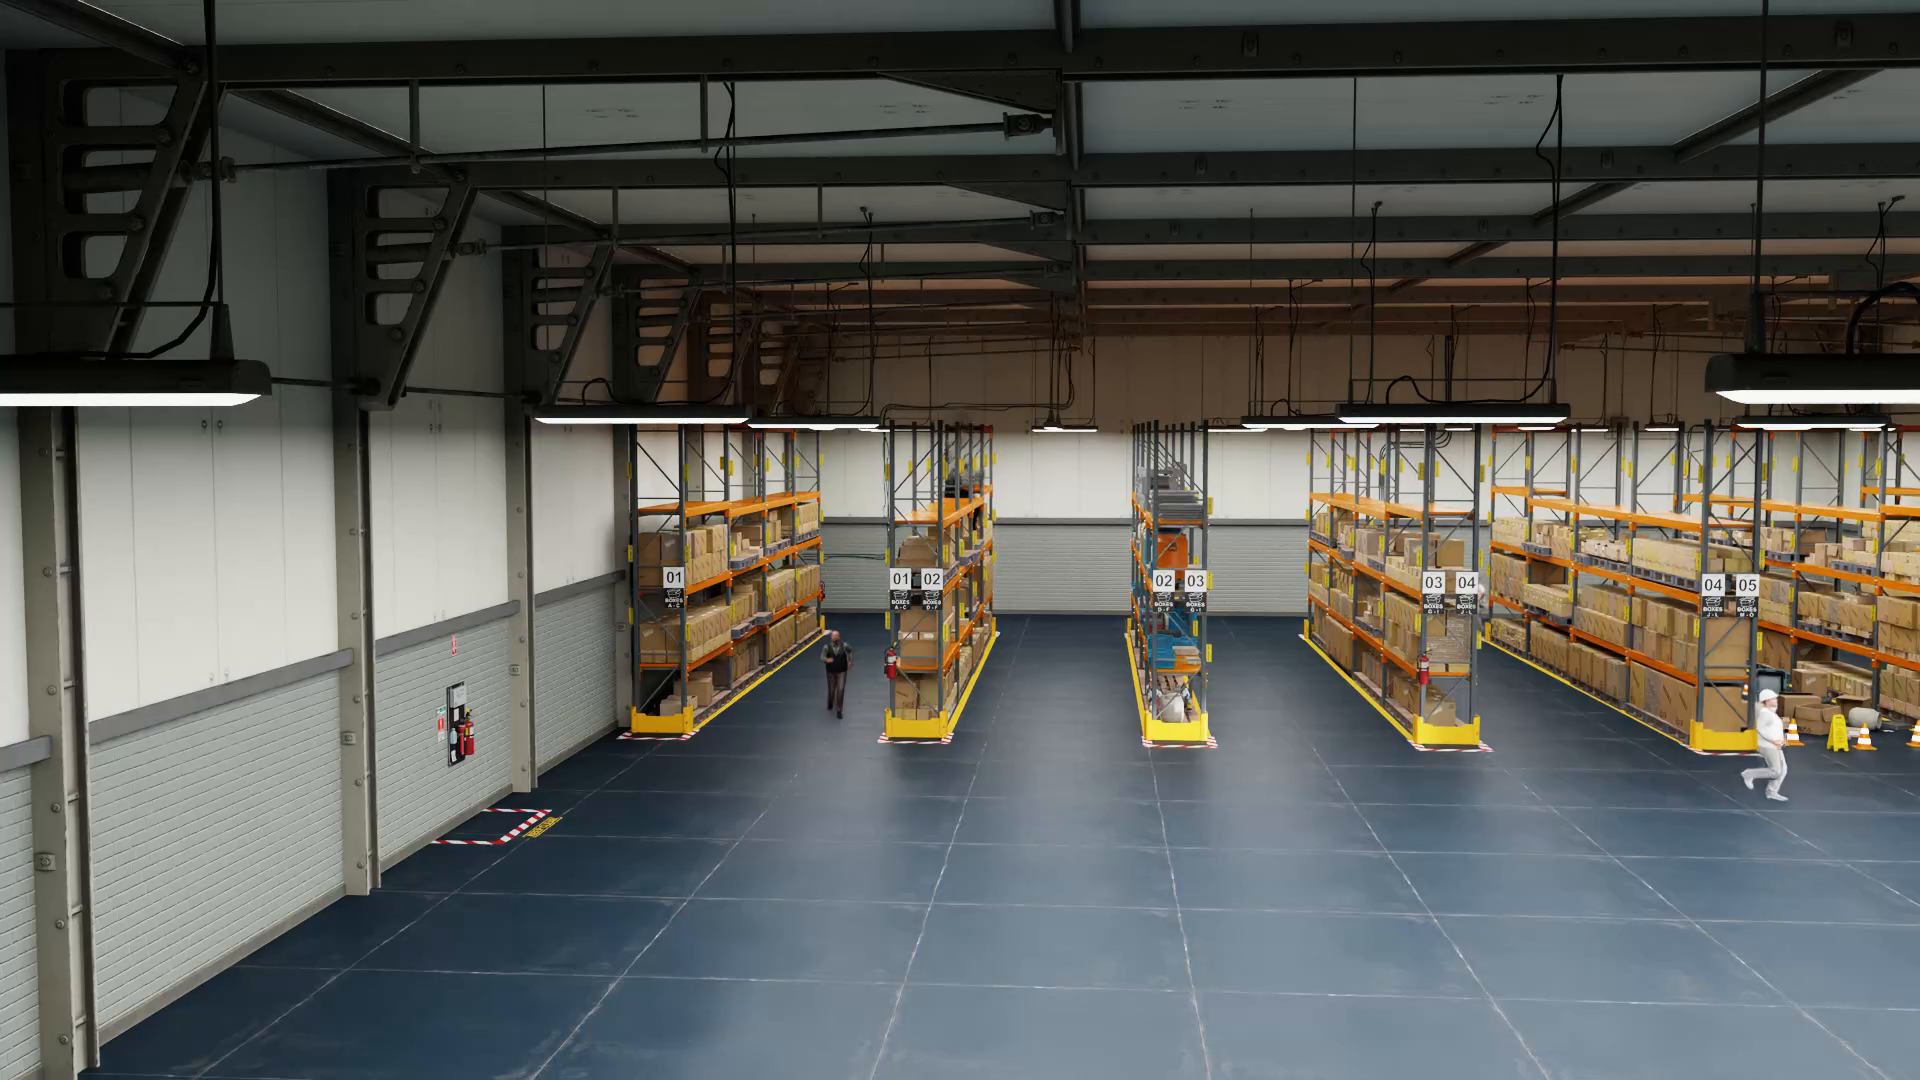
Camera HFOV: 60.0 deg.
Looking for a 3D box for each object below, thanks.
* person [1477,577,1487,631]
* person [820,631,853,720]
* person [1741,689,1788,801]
[{"bbox_3d":[14.721,1.872,47.606,0.680,1.729,0.936,0,4,6],"label":"person"},{"bbox_3d":[-2.515,2.717,33.876,0.665,1.754,0.954,0,4,-2],"label":"person"},{"bbox_3d":[12.666,3.209,26.123,0.660,1.735,0.670,3,4,36],"label":"person"}]
